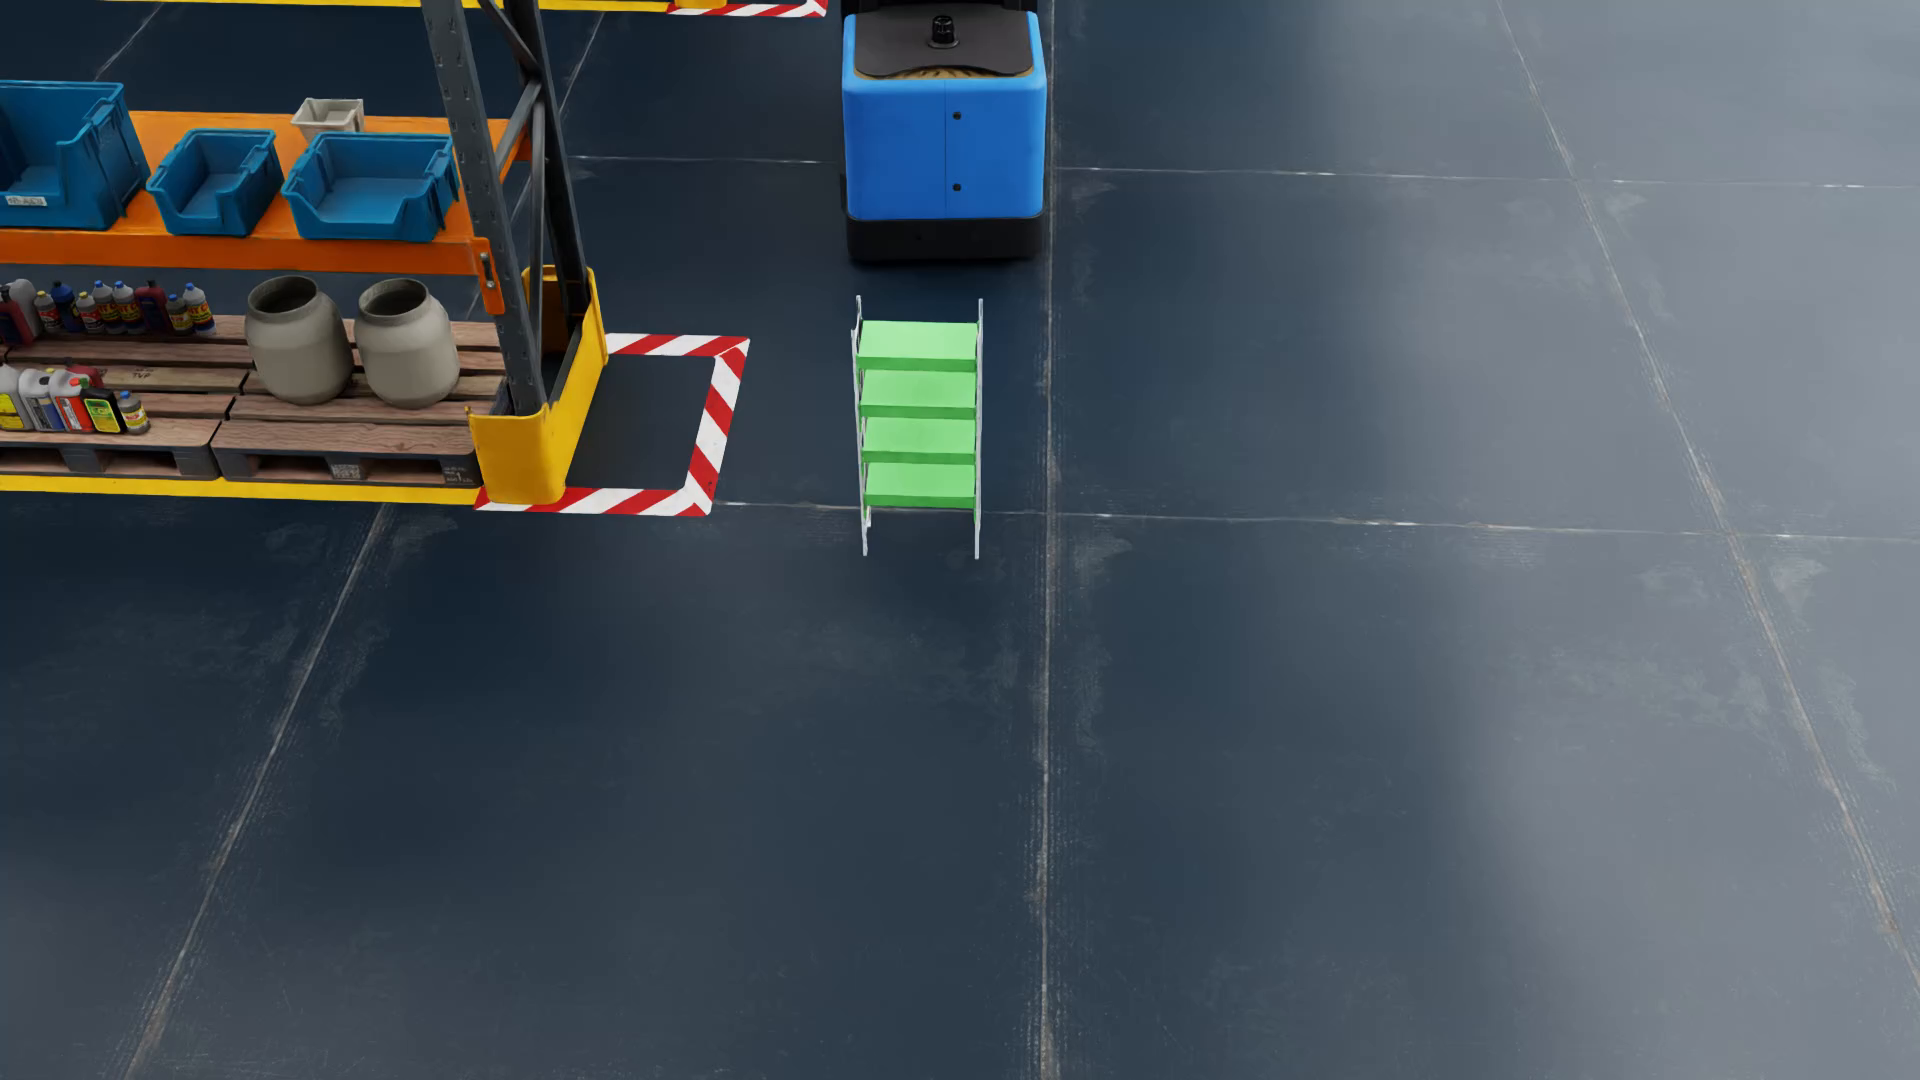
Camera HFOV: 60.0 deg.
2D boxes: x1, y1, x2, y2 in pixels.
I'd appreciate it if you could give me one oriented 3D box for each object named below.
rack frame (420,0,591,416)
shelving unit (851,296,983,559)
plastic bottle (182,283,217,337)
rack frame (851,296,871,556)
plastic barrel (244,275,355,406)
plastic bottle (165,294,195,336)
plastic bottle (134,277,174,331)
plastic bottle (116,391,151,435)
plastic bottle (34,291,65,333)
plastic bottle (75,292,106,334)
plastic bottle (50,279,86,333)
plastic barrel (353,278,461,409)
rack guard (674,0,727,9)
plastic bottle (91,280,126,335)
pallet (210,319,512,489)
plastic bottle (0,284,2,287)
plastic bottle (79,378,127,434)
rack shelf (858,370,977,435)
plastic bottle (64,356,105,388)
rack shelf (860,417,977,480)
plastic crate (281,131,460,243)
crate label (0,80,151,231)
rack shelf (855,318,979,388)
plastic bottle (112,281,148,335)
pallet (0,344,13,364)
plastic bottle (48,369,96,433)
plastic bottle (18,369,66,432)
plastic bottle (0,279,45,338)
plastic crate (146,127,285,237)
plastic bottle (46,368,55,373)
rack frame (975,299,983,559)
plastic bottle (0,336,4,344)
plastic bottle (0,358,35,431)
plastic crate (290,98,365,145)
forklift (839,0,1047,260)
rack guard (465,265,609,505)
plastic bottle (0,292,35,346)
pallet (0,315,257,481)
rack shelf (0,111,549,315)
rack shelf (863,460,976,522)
[{"bbox_3d":[-1.874,-1.687,6.946,0.127,3.000,1.000,2,43,2],"label":"rack frame"},{"bbox_3d":[-0.165,-0.444,6.932,0.503,1.200,0.258,2,43,2],"label":"shelving unit"},{"bbox_3d":[-3.672,-1.118,8.013,0.097,0.271,0.097,0,43,0],"label":"plastic bottle"},{"bbox_3d":[-0.409,-0.452,6.940,0.015,1.200,0.240,2,43,2],"label":"rack frame"},{"bbox_3d":[-3.036,-0.914,7.633,0.421,0.512,0.421,0,43,0],"label":"plastic barrel"},{"bbox_3d":[-3.775,-1.095,8.041,0.097,0.201,0.097,0,43,0],"label":"plastic bottle"},{"bbox_3d":[-3.897,-1.141,8.030,0.133,0.283,0.061,2,43,3],"label":"plastic bottle"},{"bbox_3d":[-3.729,-0.582,7.490,0.097,0.201,0.097,0,43,0],"label":"plastic bottle"},{"bbox_3d":[-4.418,-1.115,8.062,0.097,0.201,0.097,0,43,0],"label":"plastic bottle"},{"bbox_3d":[-4.213,-1.109,8.055,0.097,0.201,0.097,0,43,0],"label":"plastic bottle"},{"bbox_3d":[-4.316,-1.137,8.035,0.097,0.271,0.097,0,43,0],"label":"plastic bottle"},{"bbox_3d":[-2.535,-0.899,7.616,0.421,0.512,0.421,0,43,0],"label":"plastic barrel"},{"bbox_3d":[-1.727,-4.147,11.421,0.348,0.500,1.175,2,43,2],"label":"rack guard"},{"bbox_3d":[-4.114,-1.131,8.028,0.097,0.271,0.097,0,43,0],"label":"plastic bottle"},{"bbox_3d":[-2.764,-0.666,7.895,1.213,0.211,1.003,2,43,2],"label":"pallet"},{"bbox_3d":[-4.700,-1.162,8.003,0.185,0.351,0.144,2,43,2],"label":"plastic bottle"},{"bbox_3d":[-3.846,-0.603,7.452,0.133,0.283,0.061,3,43,3],"label":"plastic bottle"},{"bbox_3d":[-0.165,-0.573,6.812,0.480,0.148,0.258,2,43,2],"label":"rack shelf"},{"bbox_3d":[-3.975,-0.711,7.568,0.133,0.283,0.061,2,43,2],"label":"plastic bottle"},{"bbox_3d":[-0.165,-0.397,6.975,0.480,0.148,0.258,2,43,2],"label":"rack shelf"},{"bbox_3d":[-2.388,-1.444,6.794,0.616,0.251,0.499,2,43,2],"label":"plastic crate"},{"bbox_3d":[-3.725,-1.572,6.797,0.616,0.435,0.502,2,43,2],"label":"crate label"},{"bbox_3d":[-0.165,-0.749,6.648,0.480,0.148,0.258,2,43,2],"label":"rack shelf"},{"bbox_3d":[-4.014,-1.128,8.025,0.097,0.271,0.097,0,43,0],"label":"plastic bottle"},{"bbox_3d":[-5.201,-0.741,7.975,1.213,0.211,1.003,2,43,2],"label":"pallet"},{"bbox_3d":[-3.979,-0.636,7.493,0.135,0.276,0.152,2,43,2],"label":"plastic bottle"},{"bbox_3d":[-4.118,-0.640,7.497,0.135,0.276,0.152,1,43,1],"label":"plastic bottle"},{"bbox_3d":[-4.537,-1.127,8.020,0.135,0.276,0.152,2,43,3],"label":"plastic bottle"},{"bbox_3d":[-3.036,-1.468,6.820,0.408,0.251,0.499,2,43,2],"label":"plastic crate"},{"bbox_3d":[-4.131,-0.698,7.614,0.097,0.201,0.097,0,43,0],"label":"plastic bottle"},{"bbox_3d":[0.078,-0.437,6.924,0.015,1.200,0.240,2,43,2],"label":"rack frame"},{"bbox_3d":[-4.679,-1.067,7.950,0.133,0.283,0.061,2,43,2],"label":"plastic bottle"},{"bbox_3d":[-4.284,-0.670,7.474,0.185,0.351,0.144,3,43,4],"label":"plastic bottle"},{"bbox_3d":[-2.754,-1.837,7.300,0.250,0.136,0.298,2,43,2],"label":"plastic crate"},{"bbox_3d":[-0.124,-3.546,8.991,1.130,2.935,3.031,-1,43,-1],"label":"forklift"},{"bbox_3d":[-1.952,-0.743,7.766,0.348,0.500,1.175,2,43,2],"label":"rack guard"},{"bbox_3d":[-4.542,-1.057,7.940,0.133,0.283,0.061,2,43,2],"label":"plastic bottle"},{"bbox_3d":[-3.979,-0.705,7.937,1.213,0.211,1.003,2,43,2],"label":"pallet"},{"bbox_3d":[-3.872,-1.485,7.257,4.000,0.370,1.077,2,43,2],"label":"rack shelf"},{"bbox_3d":[-0.165,-0.222,7.139,0.480,0.148,0.258,2,43,2],"label":"rack shelf"}]
